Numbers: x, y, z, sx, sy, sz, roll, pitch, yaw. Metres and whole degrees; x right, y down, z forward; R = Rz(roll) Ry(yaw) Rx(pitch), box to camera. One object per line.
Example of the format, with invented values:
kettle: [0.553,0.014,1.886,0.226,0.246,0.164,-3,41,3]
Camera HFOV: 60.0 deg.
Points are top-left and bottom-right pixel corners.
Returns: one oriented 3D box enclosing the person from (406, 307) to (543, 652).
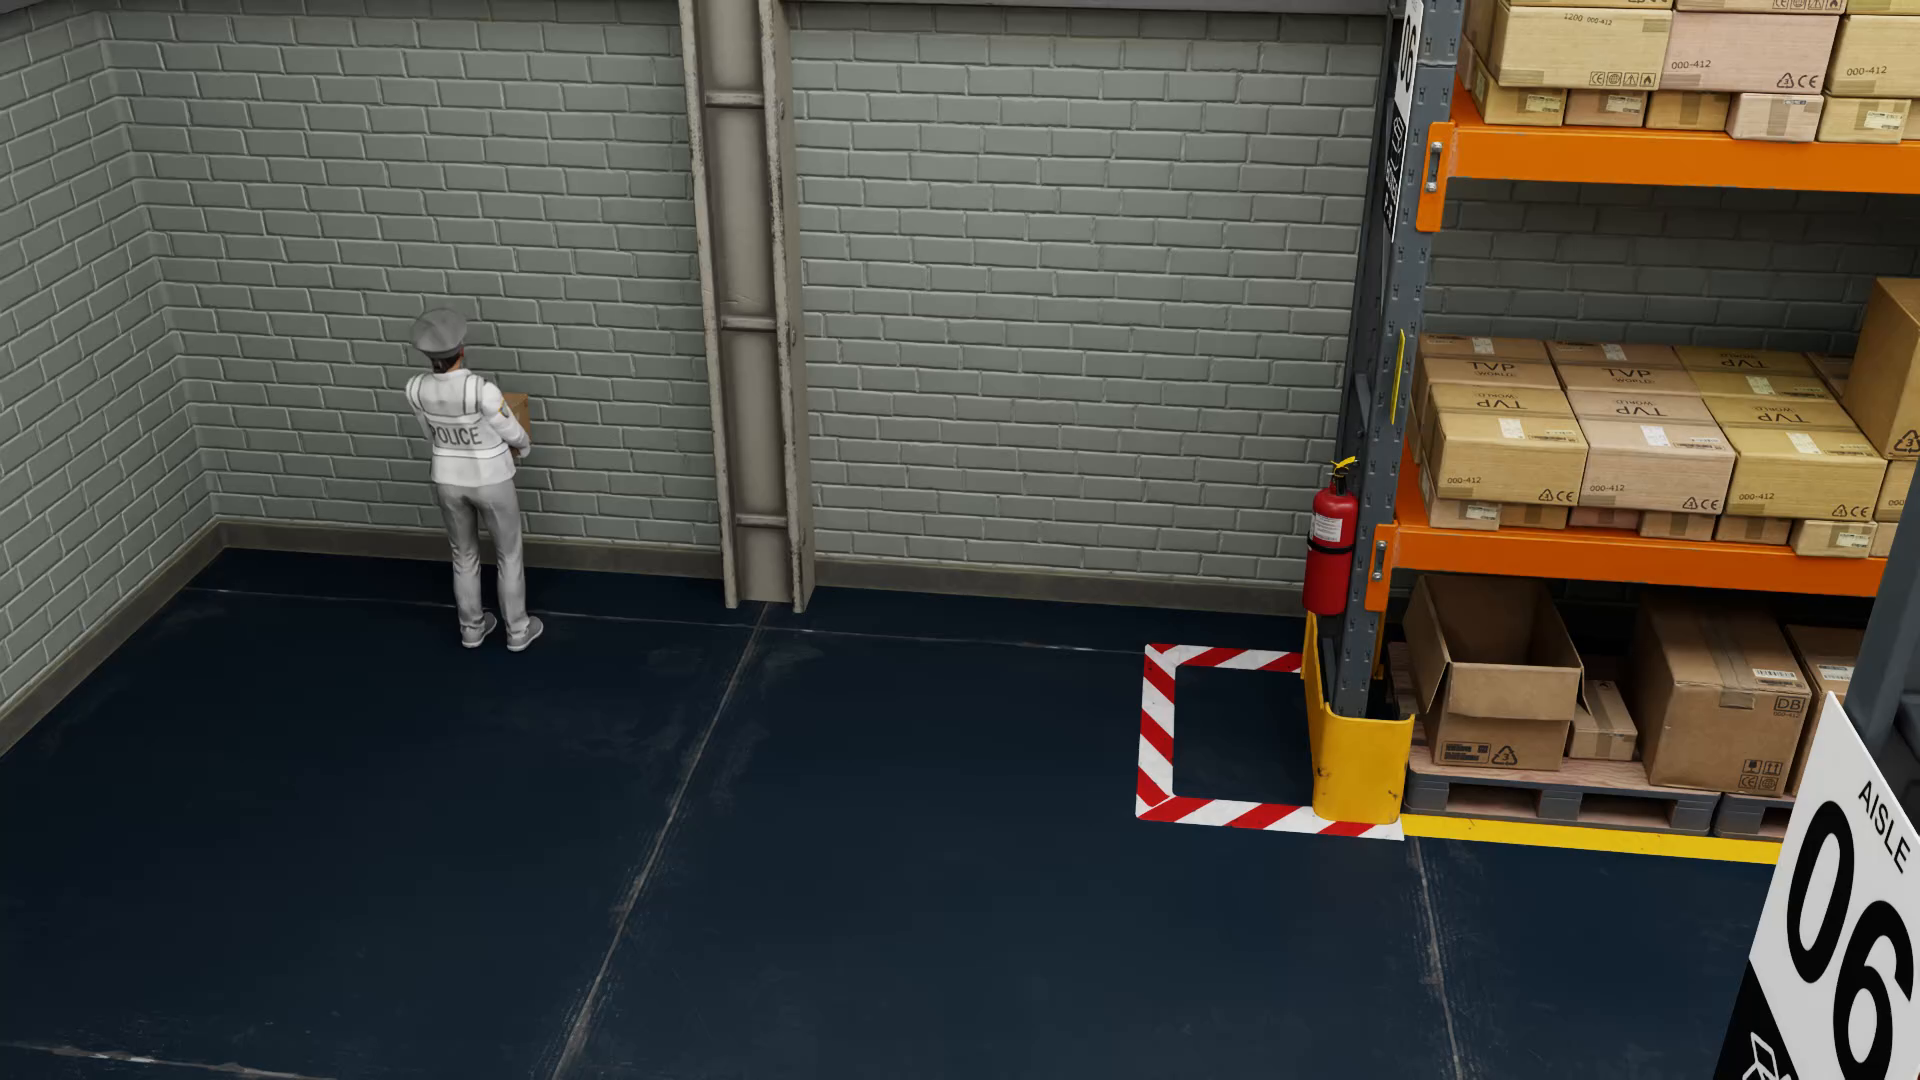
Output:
person: [-2.197,-0.292,7.639,0.459,1.687,0.547,4,29,8]
